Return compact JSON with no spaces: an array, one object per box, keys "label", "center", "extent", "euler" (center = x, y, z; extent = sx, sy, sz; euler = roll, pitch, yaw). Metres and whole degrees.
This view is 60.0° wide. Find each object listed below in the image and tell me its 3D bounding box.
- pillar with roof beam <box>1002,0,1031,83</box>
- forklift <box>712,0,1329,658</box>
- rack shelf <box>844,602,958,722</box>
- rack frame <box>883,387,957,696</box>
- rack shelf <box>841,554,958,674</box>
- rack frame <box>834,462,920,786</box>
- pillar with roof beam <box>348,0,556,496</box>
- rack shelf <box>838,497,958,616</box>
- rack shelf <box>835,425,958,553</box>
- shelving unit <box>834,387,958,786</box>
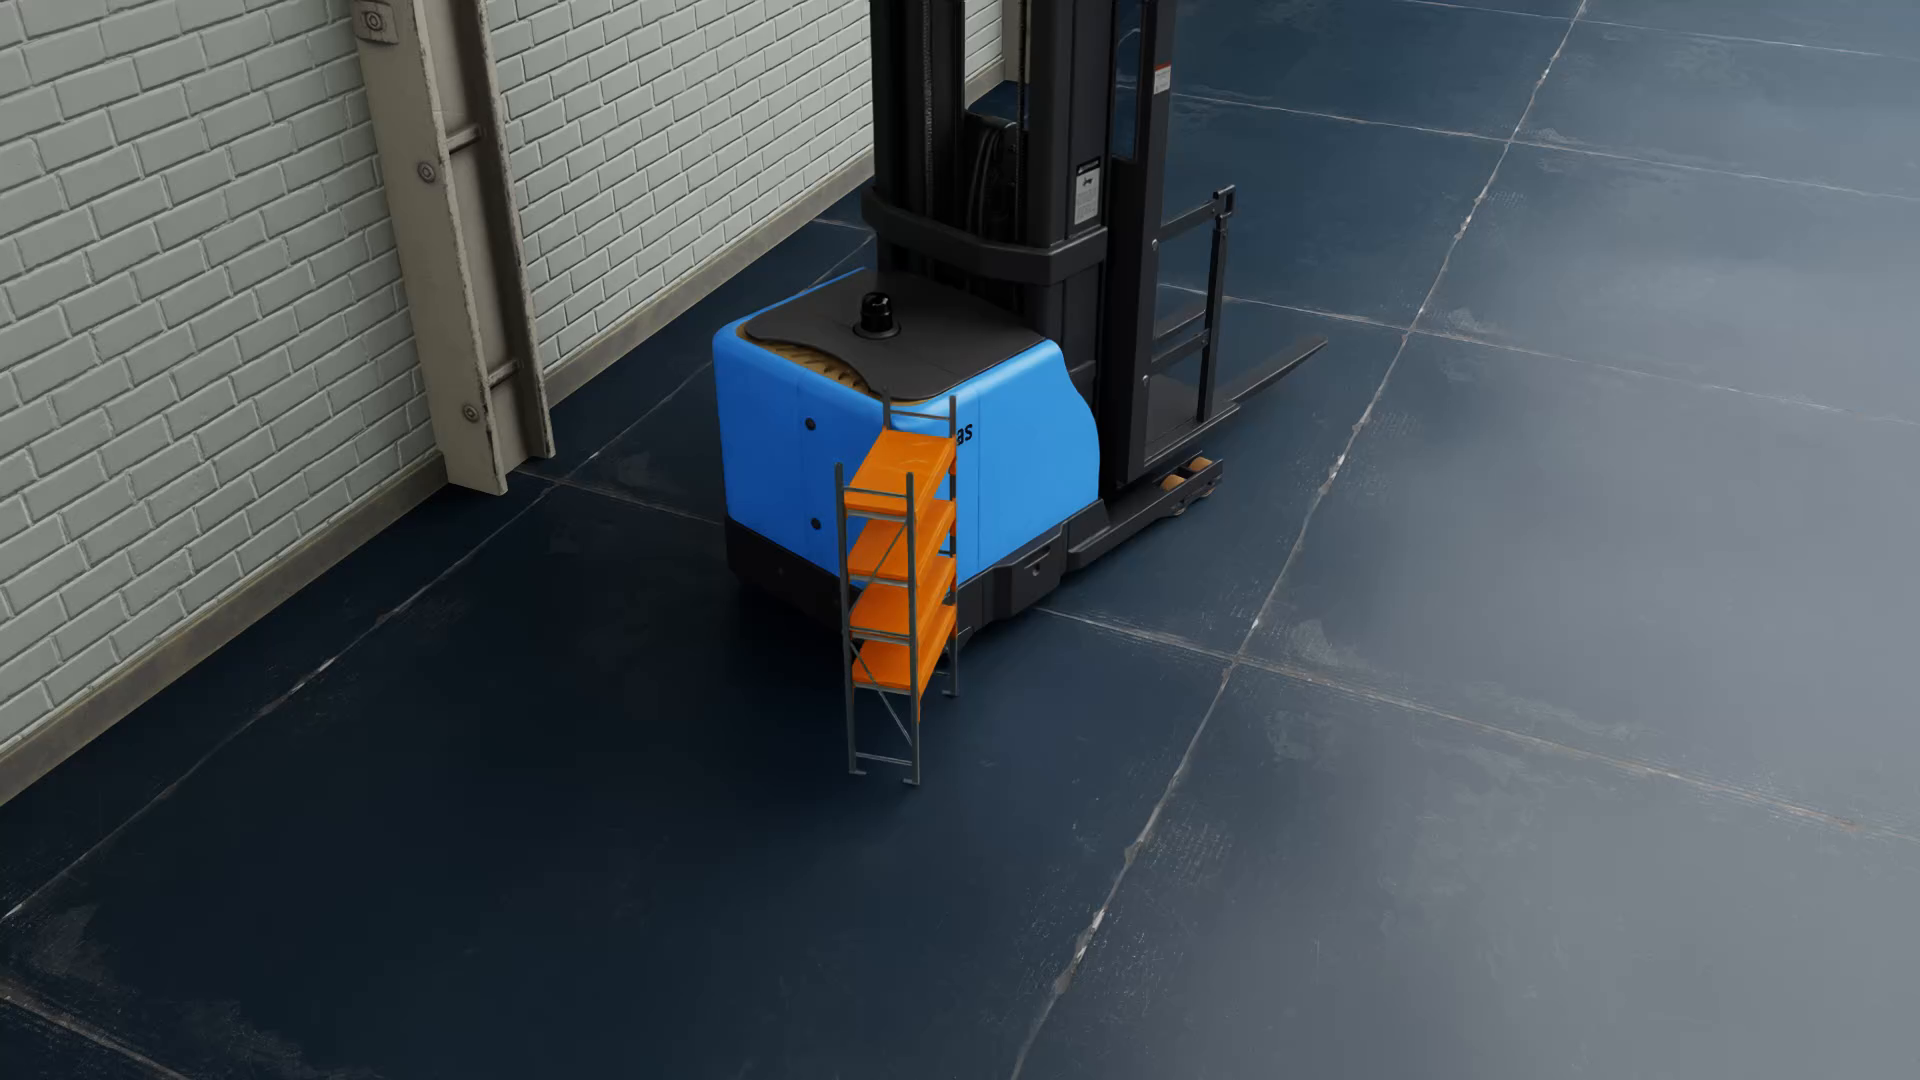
[{"label":"pillar with roof beam","center":[4.419,-6.084,7.822],"extent":[9.100,9.000,0.400],"euler":[14,36,20]},{"label":"forklift","center":[0.461,-1.497,6.359],"extent":[1.130,2.935,3.031],"euler":[27,42,34]},{"label":"rack shelf","center":[-0.191,0.385,5.554],"extent":[0.258,0.148,0.480],"euler":[8,34,12]},{"label":"rack frame","center":[-0.129,0.033,5.606],"extent":[0.240,1.200,0.015],"euler":[8,34,12]},{"label":"rack shelf","center":[-0.191,0.218,5.445],"extent":[0.258,0.148,0.480],"euler":[8,34,12]},{"label":"rack frame","center":[-0.252,0.292,5.211],"extent":[0.240,1.200,0.015],"euler":[8,34,12]},{"label":"pillar with roof beam","center":[1.909,-3.096,3.264],"extent":[9.100,9.000,0.400],"euler":[14,36,20]},{"label":"rack shelf","center":[-0.191,0.031,5.323],"extent":[0.258,0.148,0.480],"euler":[8,34,12]},{"label":"rack shelf","center":[-0.191,-0.166,5.193],"extent":[0.258,0.148,0.480],"euler":[8,34,12]},{"label":"shelving unit","center":[-0.191,0.162,5.408],"extent":[0.258,1.200,0.503],"euler":[8,34,12]}]
